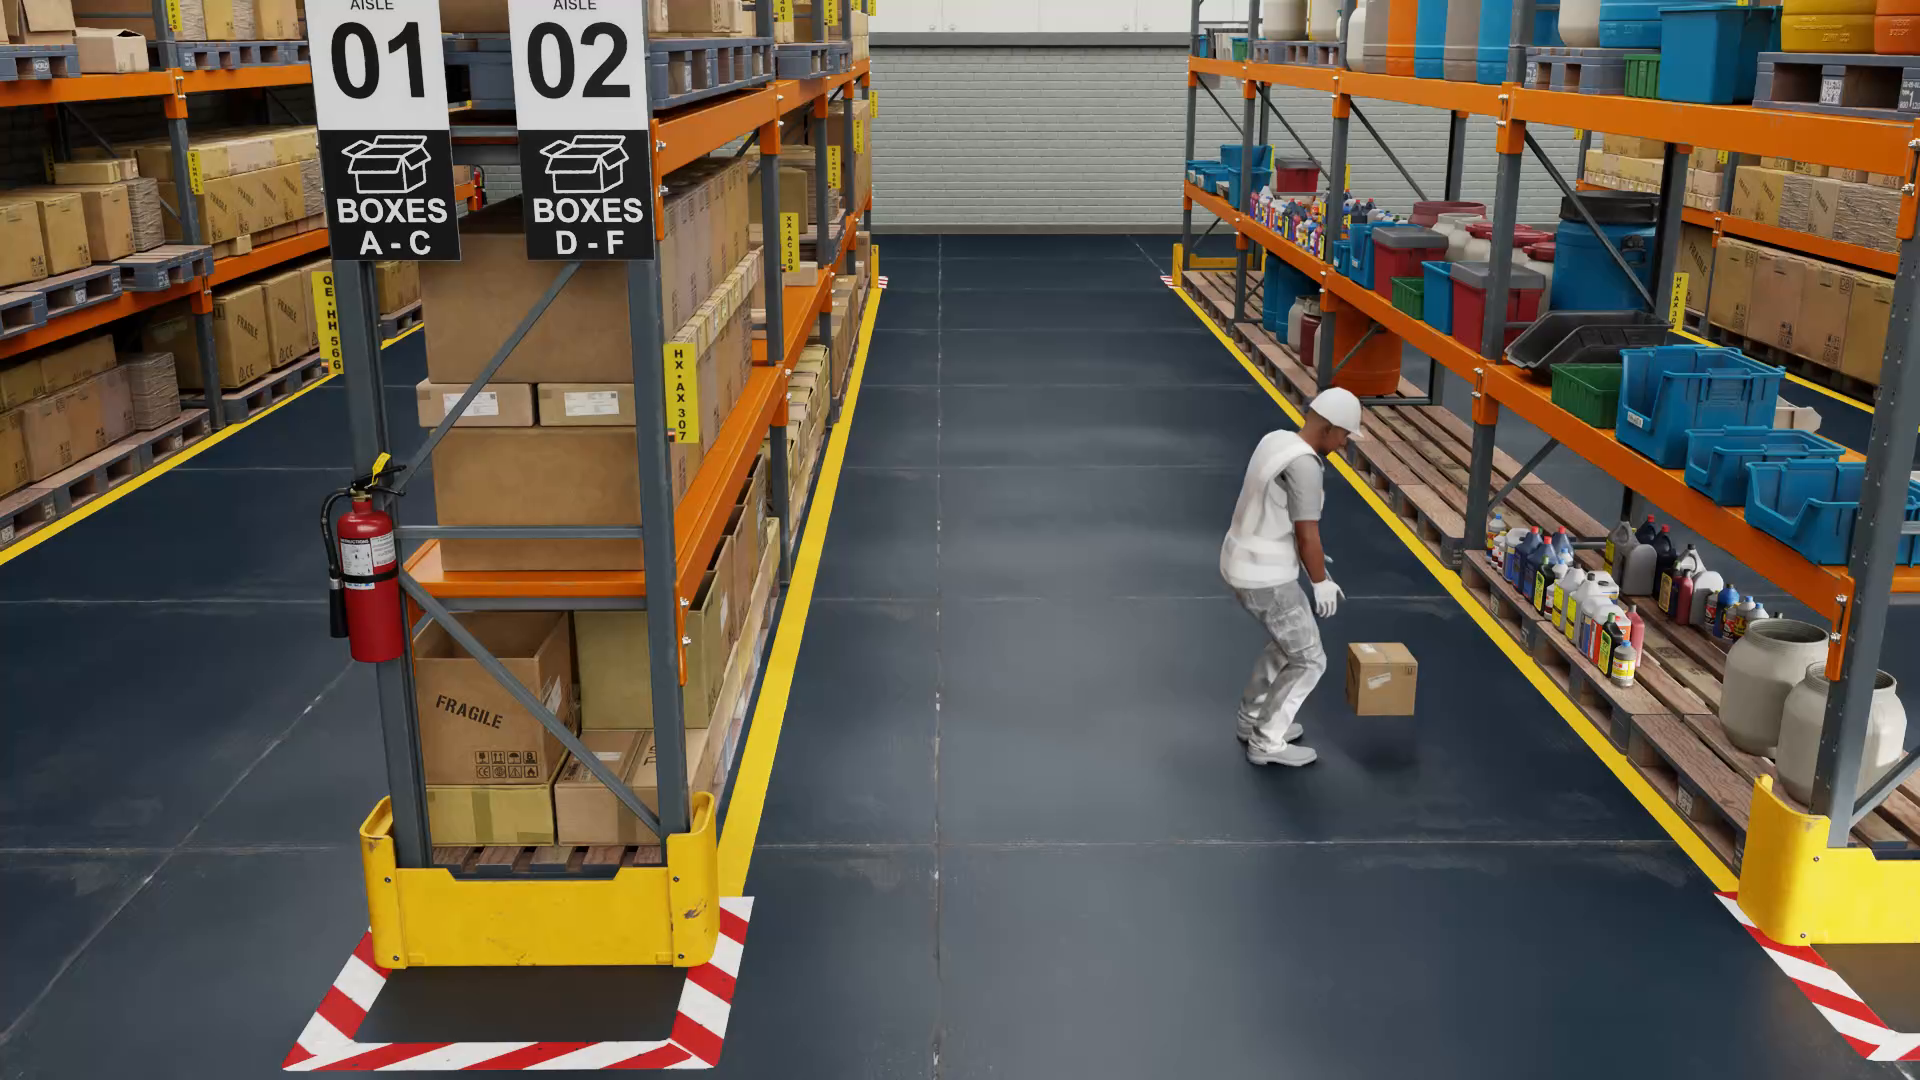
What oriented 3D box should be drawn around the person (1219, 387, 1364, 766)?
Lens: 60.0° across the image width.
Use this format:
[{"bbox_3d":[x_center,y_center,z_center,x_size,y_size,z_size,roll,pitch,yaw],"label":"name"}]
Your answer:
[{"bbox_3d":[1.434,0.142,7.287,0.584,1.644,0.594,0,17,0],"label":"person"}]
